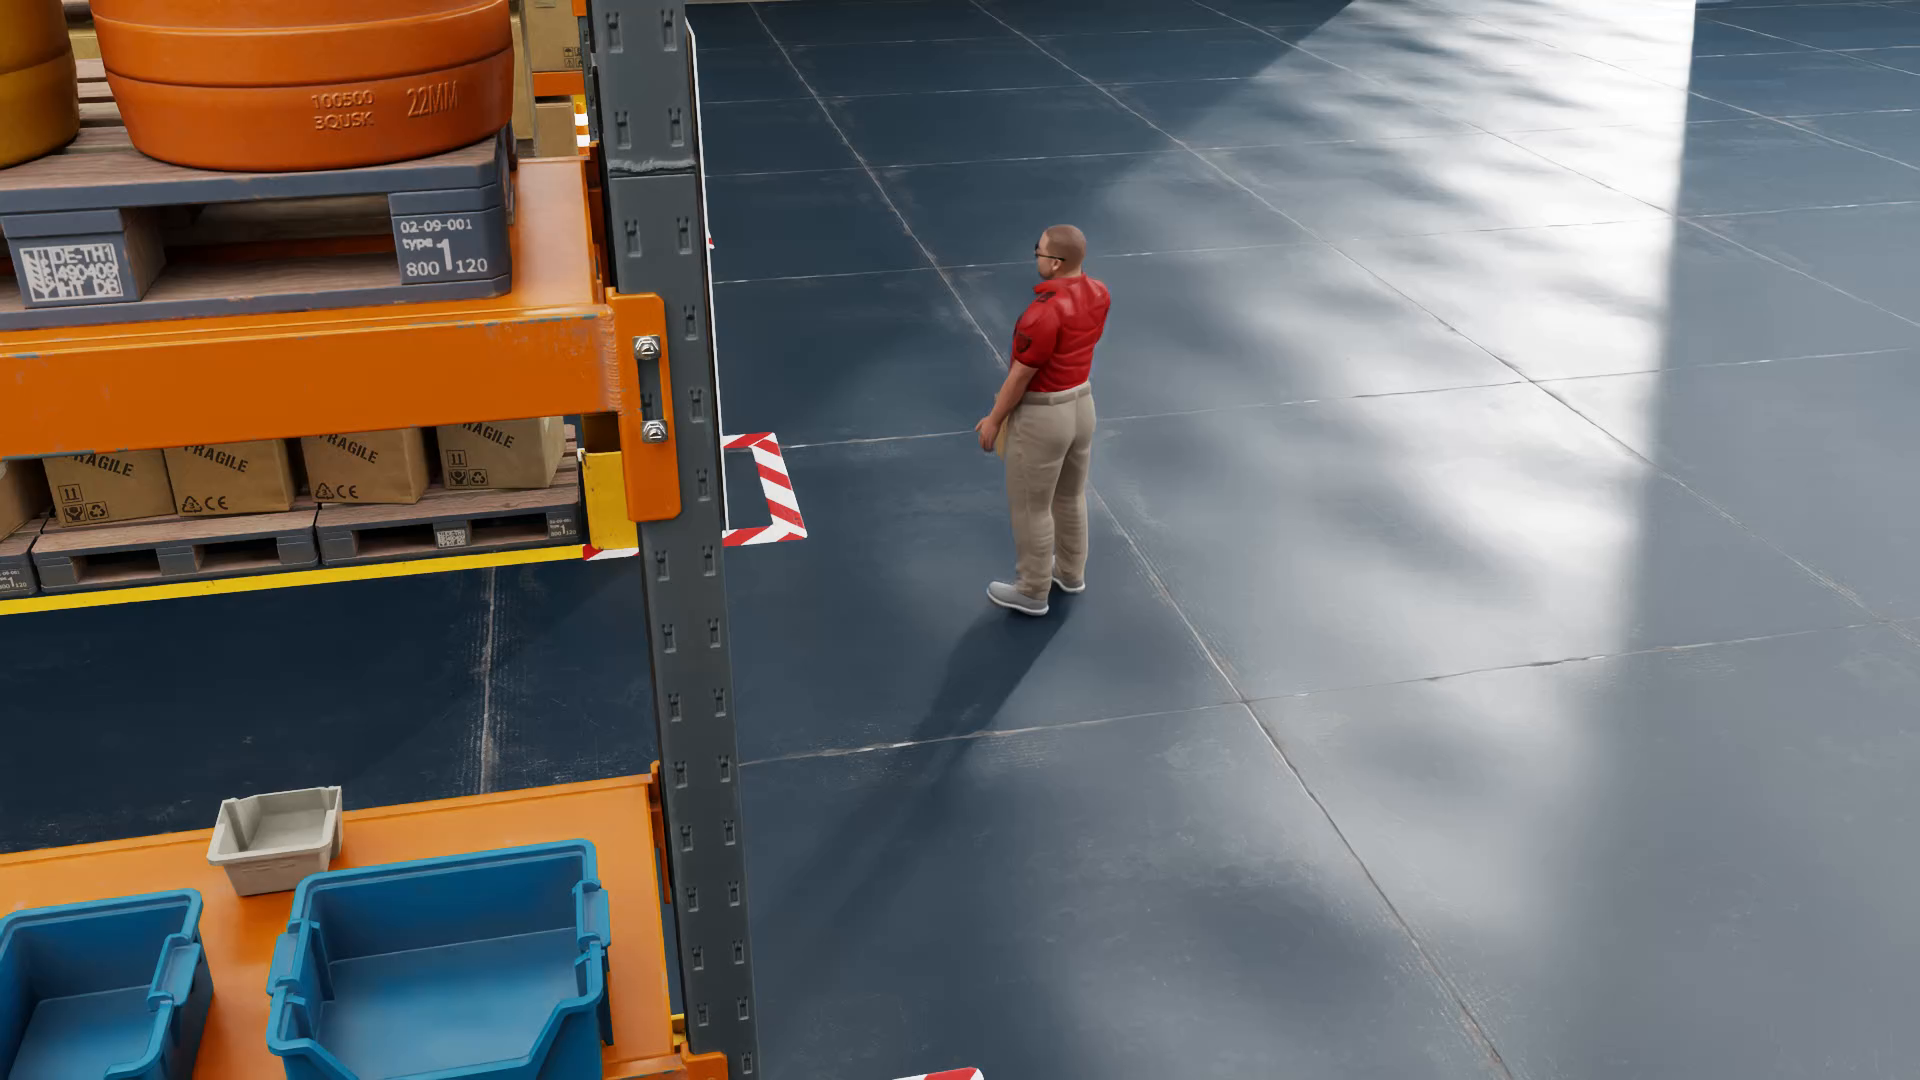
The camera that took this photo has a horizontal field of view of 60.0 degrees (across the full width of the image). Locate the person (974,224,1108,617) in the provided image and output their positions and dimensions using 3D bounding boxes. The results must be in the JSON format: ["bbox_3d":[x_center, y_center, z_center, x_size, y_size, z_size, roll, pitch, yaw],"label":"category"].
[{"bbox_3d":[0.367,-0.516,7.121,0.398,1.741,0.602,18,32,32],"label":"person"}]
